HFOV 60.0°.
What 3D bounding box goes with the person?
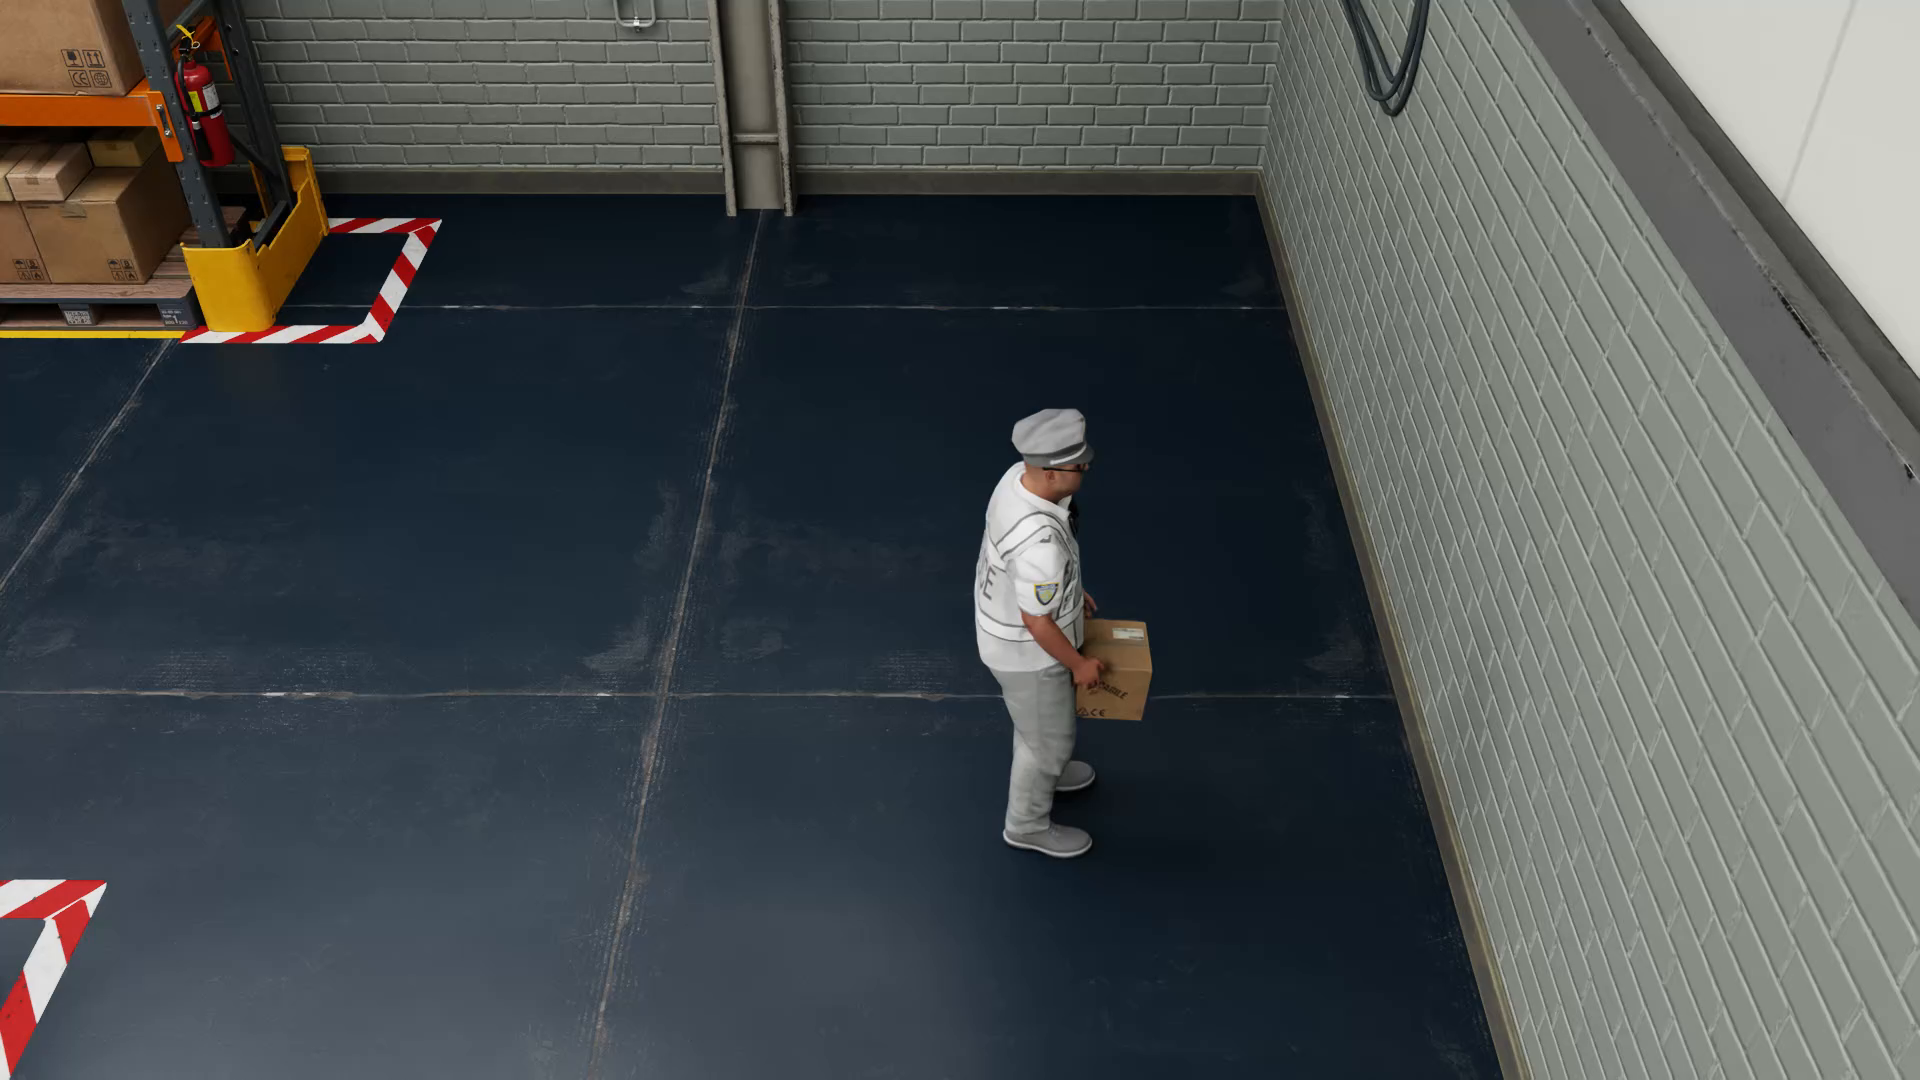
[{"bbox_3d":[0.286,0.319,5.749,0.470,1.763,0.547,-1,39,-1],"label":"person"}]
